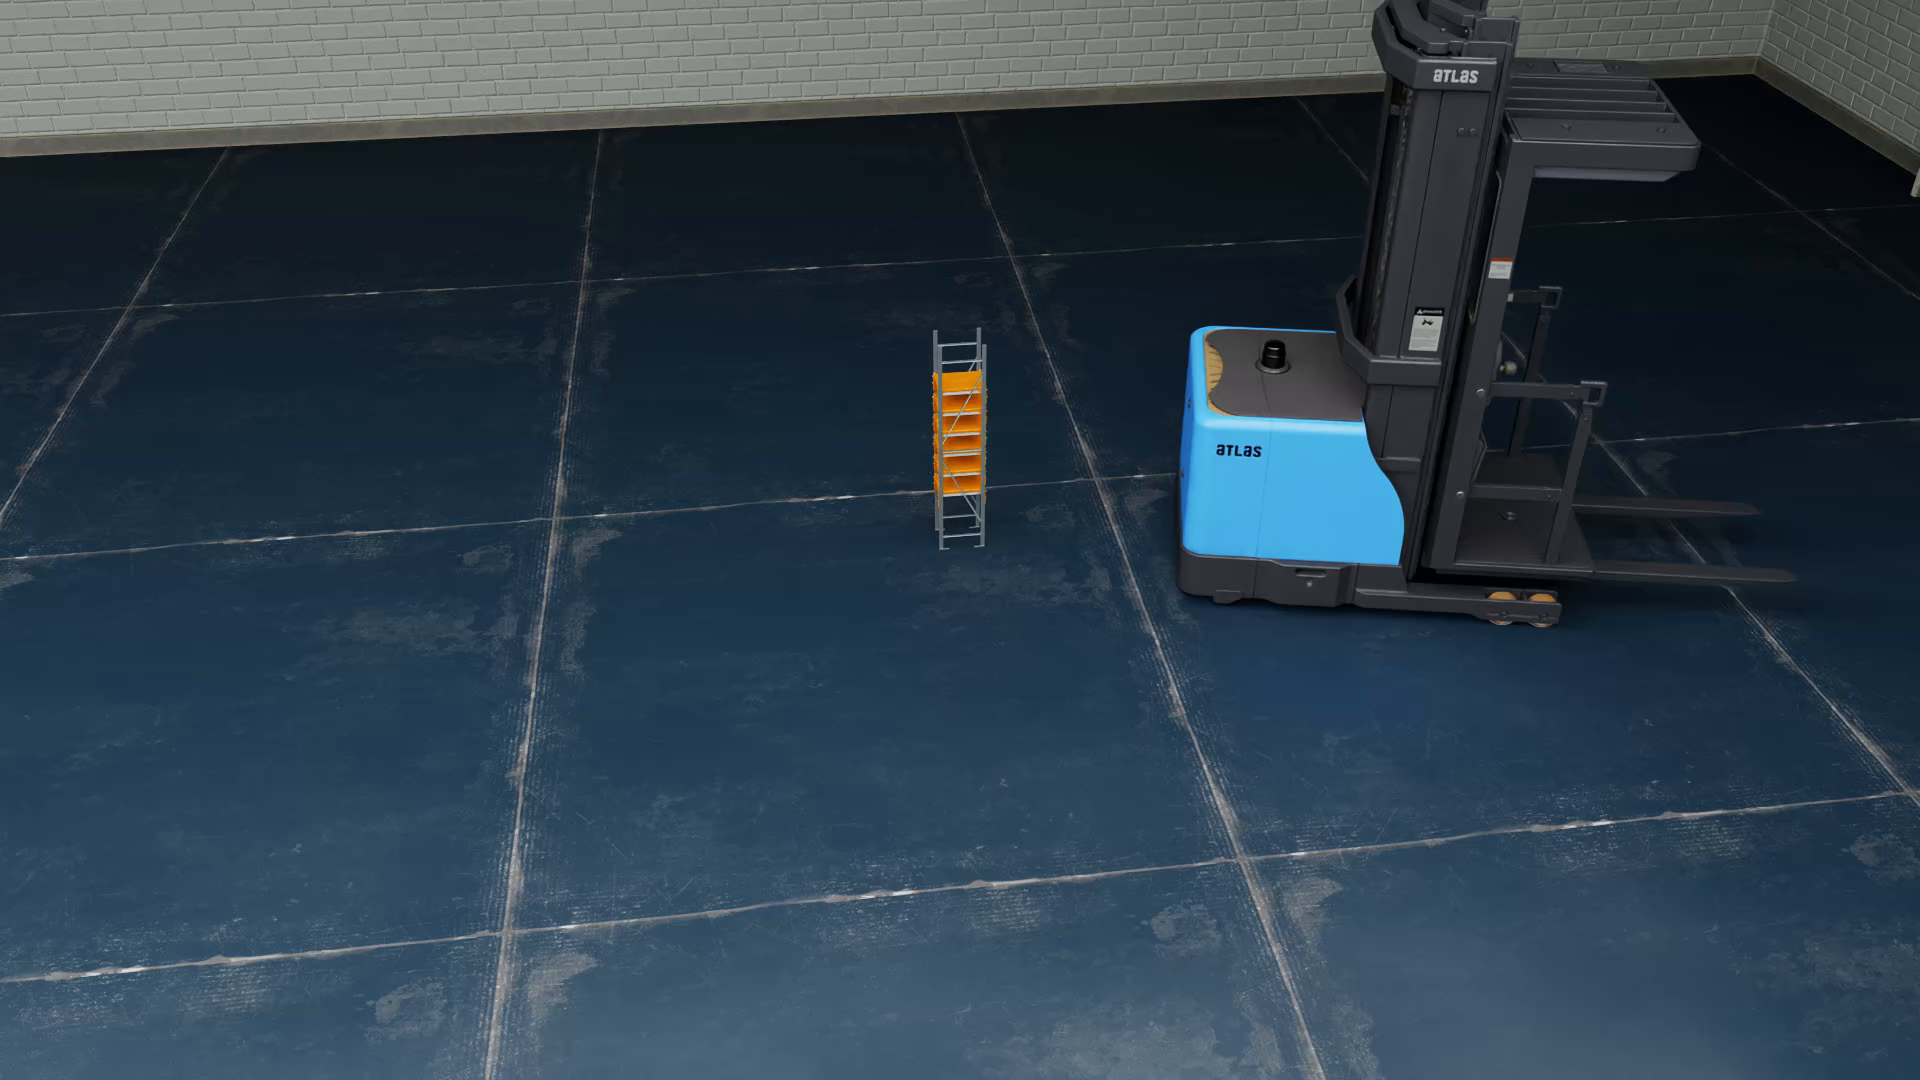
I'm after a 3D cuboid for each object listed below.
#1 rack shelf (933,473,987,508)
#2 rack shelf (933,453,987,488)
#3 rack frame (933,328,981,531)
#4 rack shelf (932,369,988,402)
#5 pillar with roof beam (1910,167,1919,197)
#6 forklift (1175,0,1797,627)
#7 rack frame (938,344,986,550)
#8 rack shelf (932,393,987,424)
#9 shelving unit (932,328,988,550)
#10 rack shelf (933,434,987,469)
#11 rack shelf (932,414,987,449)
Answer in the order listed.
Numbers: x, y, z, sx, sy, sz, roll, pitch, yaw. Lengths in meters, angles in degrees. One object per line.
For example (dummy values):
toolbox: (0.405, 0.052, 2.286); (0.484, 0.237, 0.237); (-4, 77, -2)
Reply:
rack shelf: (-0.002, -0.269, 8.713); (0.258, 0.103, 0.180); (-4, 35, -6)
rack shelf: (-0.002, -0.368, 8.645); (0.258, 0.103, 0.180); (-4, 35, -6)
rack frame: (-0.014, -0.555, 8.628); (0.240, 1.200, 0.006); (-4, 35, -6)
rack shelf: (-0.002, -0.765, 8.375); (0.258, 0.103, 0.180); (-4, 35, -6)
pillar with roof beam: (3.213, -5.953, 9.623); (9.100, 9.000, 0.400); (-4, 35, -6)
forklift: (2.647, -1.094, 7.881); (3.031, 2.935, 1.130); (3, 34, 4)
rack frame: (0.010, -0.453, 8.478); (0.240, 1.200, 0.006); (-4, 35, -6)
rack shelf: (-0.002, -0.665, 8.442); (0.258, 0.103, 0.180); (-4, 35, -6)
shelving unit: (-0.002, -0.504, 8.553); (0.258, 1.200, 0.189); (-4, 35, -6)
rack shelf: (-0.002, -0.467, 8.578); (0.258, 0.103, 0.180); (-4, 35, -6)
rack shelf: (-0.002, -0.566, 8.510); (0.258, 0.103, 0.180); (-4, 35, -6)
